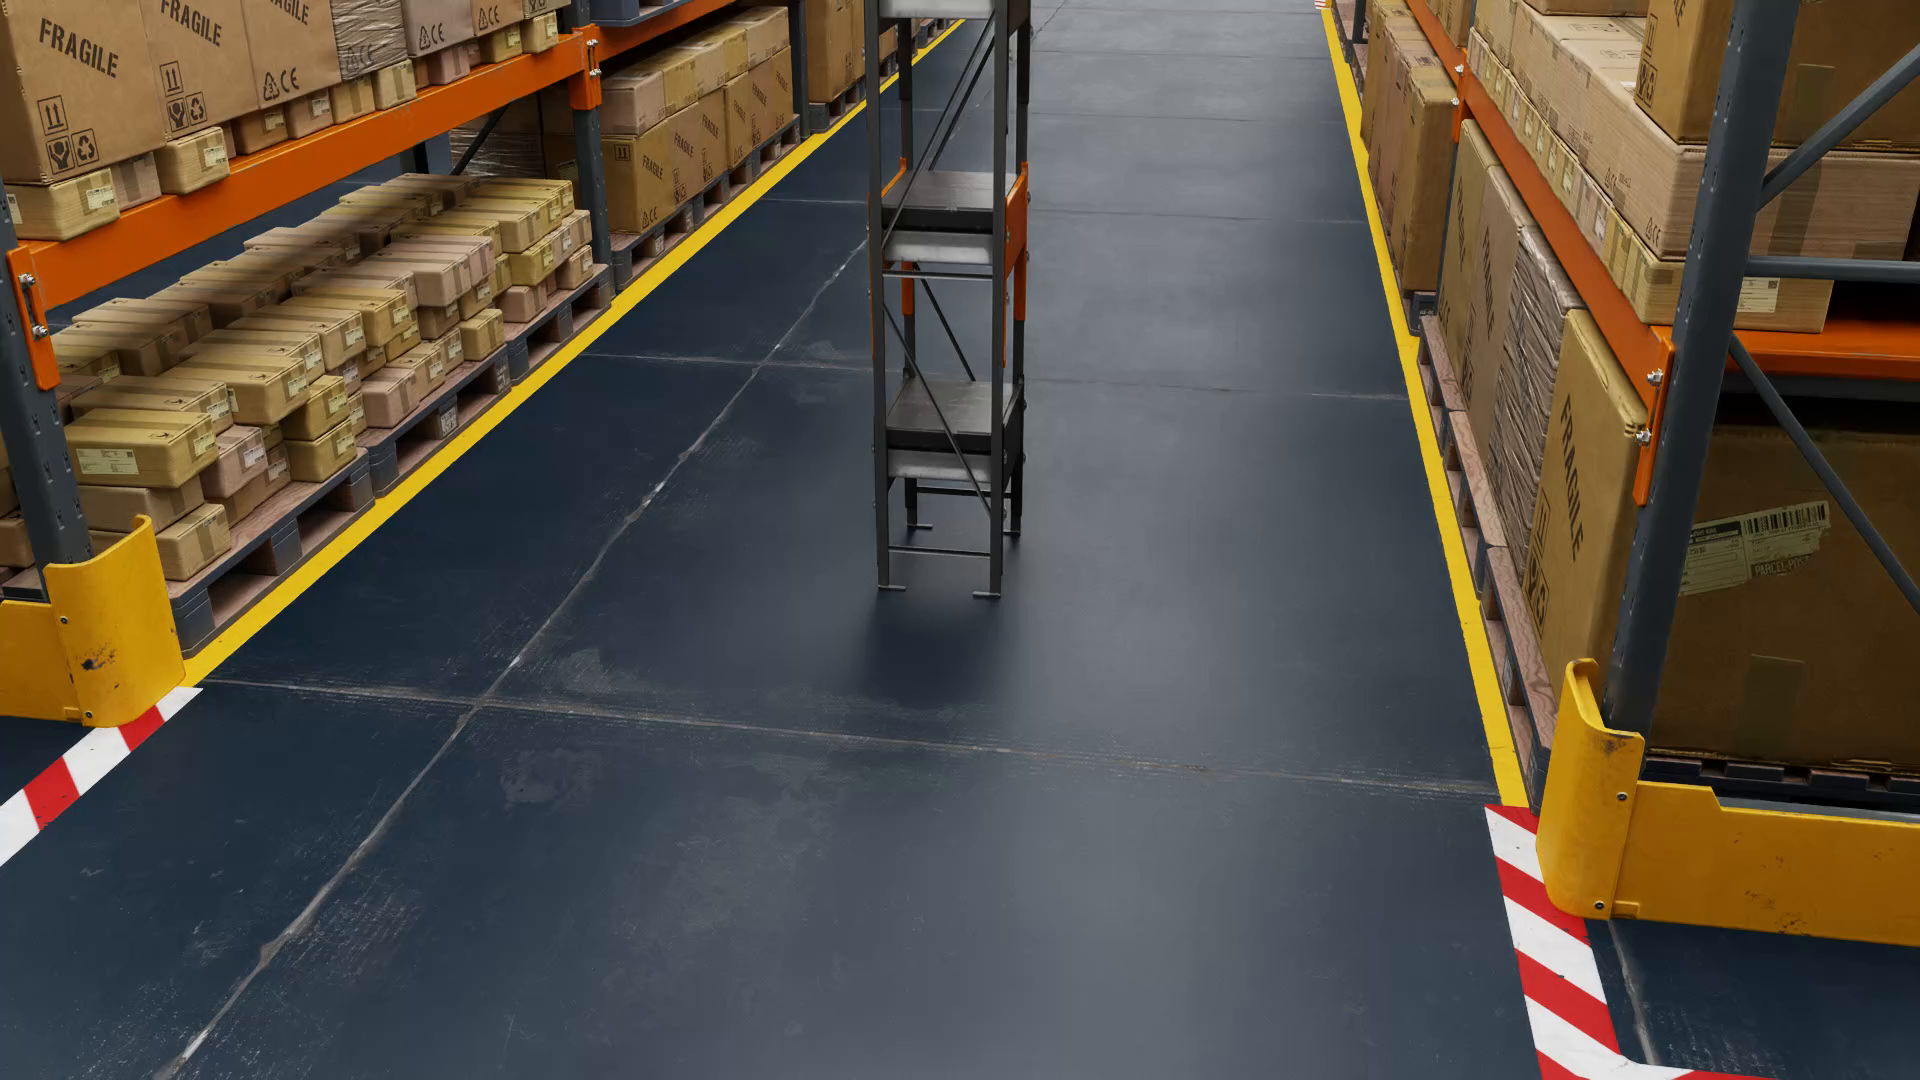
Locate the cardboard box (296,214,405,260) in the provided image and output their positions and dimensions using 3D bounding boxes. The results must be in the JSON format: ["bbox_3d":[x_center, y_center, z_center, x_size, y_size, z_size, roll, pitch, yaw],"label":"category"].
[{"bbox_3d":[-2.607,-1.292,7.137,0.380,0.149,0.250,3,25,7],"label":"cardboard box"}]

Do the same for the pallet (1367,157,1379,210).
[{"bbox_3d":[3.097,-2.283,10.379,1.003,0.211,1.213,4,25,9],"label":"pallet"}]

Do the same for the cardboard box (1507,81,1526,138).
[{"bbox_3d":[2.059,-1.441,5.587,0.380,0.149,0.250,4,25,9],"label":"cardboard box"}]

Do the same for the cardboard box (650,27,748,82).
[{"bbox_3d":[-1.600,-2.927,10.033,0.500,0.250,0.500,5,25,10],"label":"cardboard box"}]

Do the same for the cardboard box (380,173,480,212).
[{"bbox_3d":[-2.491,-1.623,7.844,0.380,0.149,0.250,5,26,11],"label":"cardboard box"}]

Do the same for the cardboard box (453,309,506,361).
[{"bbox_3d":[-2.127,-0.862,6.922,0.380,0.149,0.250,4,25,8],"label":"cardboard box"}]

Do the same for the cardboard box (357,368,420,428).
[{"bbox_3d":[-2.263,-0.537,6.227,0.380,0.149,0.250,3,25,6],"label":"cardboard box"}]

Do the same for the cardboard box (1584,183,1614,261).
[{"bbox_3d":[1.809,-0.797,4.211,0.380,0.149,0.250,4,25,9],"label":"cardboard box"}]

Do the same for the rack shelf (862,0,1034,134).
[{"bbox_3d":[-0.027,-1.503,4.866,0.431,0.518,0.480,4,25,9],"label":"rack shelf"}]

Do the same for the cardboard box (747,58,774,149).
[{"bbox_3d":[-1.515,-2.805,10.657,0.500,0.500,0.500,5,26,11],"label":"cardboard box"}]

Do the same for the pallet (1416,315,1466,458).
[{"bbox_3d":[2.445,-0.622,6.831,1.003,0.211,1.213,4,25,9],"label":"pallet"}]

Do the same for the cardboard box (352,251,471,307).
[{"bbox_3d":[-2.172,-1.035,6.588,0.380,0.149,0.250,3,25,7],"label":"cardboard box"}]

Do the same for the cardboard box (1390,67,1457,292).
[{"bbox_3d":[2.731,-1.695,7.844,1.225,0.875,0.875,4,25,9],"label":"cardboard box"}]

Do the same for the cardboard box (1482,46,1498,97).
[{"bbox_3d":[2.185,-1.763,6.275,0.380,0.149,0.250,5,26,10],"label":"cardboard box"}]

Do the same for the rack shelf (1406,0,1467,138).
[{"bbox_3d":[2.973,-2.709,8.847,1.077,0.370,4.000,4,25,9],"label":"rack shelf"}]

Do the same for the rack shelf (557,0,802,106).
[{"bbox_3d":[-1.903,-3.094,9.671,1.077,0.370,4.000,4,25,9],"label":"rack shelf"}]

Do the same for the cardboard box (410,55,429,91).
[{"bbox_3d":[-2.259,-1.787,6.326,0.380,0.149,0.250,4,25,8],"label":"cardboard box"}]

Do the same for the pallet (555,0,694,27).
[{"bbox_3d":[-1.962,-2.807,8.434,1.003,0.211,1.213,4,25,9],"label":"pallet"}]

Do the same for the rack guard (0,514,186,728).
[{"bbox_3d":[-2.871,0.189,4.756,1.175,0.500,0.348,4,25,9],"label":"rack guard"}]

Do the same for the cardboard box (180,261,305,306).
[{"bbox_3d":[-2.772,-0.971,6.451,0.380,0.149,0.250,4,25,9],"label":"cardboard box"}]

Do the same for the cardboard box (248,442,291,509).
[{"bbox_3d":[-2.487,-0.226,5.563,0.380,0.149,0.250,4,25,9],"label":"cardboard box"}]

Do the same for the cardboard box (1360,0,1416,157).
[{"bbox_3d":[3.167,-2.812,10.229,1.225,0.875,0.875,3,25,6],"label":"cardboard box"}]

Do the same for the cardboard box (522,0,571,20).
[{"bbox_3d":[-2.031,-2.542,7.174,0.500,0.500,0.500,4,25,9],"label":"cardboard box"}]

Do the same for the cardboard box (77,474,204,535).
[{"bbox_3d":[-2.545,-0.146,5.040,0.380,0.149,0.250,5,26,11],"label":"cardboard box"}]

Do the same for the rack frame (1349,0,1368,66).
[{"bbox_3d":[3.954,-5.544,14.055,1.000,3.000,0.127,4,25,9],"label":"rack frame"}]

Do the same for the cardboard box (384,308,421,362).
[{"bbox_3d":[-2.336,-0.811,6.461,0.380,0.149,0.250,5,26,11],"label":"cardboard box"}]

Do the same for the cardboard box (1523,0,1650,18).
[{"bbox_3d":[2.148,-1.998,5.423,0.500,0.500,0.500,3,25,7],"label":"cardboard box"}]

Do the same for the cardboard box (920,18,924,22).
[{"bbox_3d":[-0.751,-5.416,15.793,0.875,0.875,0.875,4,25,9],"label":"cardboard box"}]

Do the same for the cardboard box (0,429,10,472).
[{"bbox_3d":[-3.047,-0.318,5.057,0.380,0.149,0.250,4,25,9],"label":"cardboard box"}]

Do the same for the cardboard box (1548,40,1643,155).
[{"bbox_3d":[1.977,-1.238,4.682,0.500,0.250,0.500,3,25,7],"label":"cardboard box"}]

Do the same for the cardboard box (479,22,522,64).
[{"bbox_3d":[-2.083,-2.111,7.019,0.380,0.149,0.250,5,26,11],"label":"cardboard box"}]

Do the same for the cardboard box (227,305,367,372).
[{"bbox_3d":[-2.356,-0.720,5.915,0.380,0.149,0.250,5,26,11],"label":"cardboard box"}]

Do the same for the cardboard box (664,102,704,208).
[{"bbox_3d":[-1.763,-2.154,9.267,0.500,0.500,0.500,5,26,11],"label":"cardboard box"}]

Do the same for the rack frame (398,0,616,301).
[{"bbox_3d":[-2.230,-2.584,7.732,1.000,3.000,0.127,4,25,9],"label":"rack frame"}]

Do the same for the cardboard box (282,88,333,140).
[{"bbox_3d":[-2.366,-1.459,5.625,0.380,0.149,0.250,4,25,7],"label":"cardboard box"}]

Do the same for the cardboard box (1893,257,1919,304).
[{"bbox_3d":[2.417,-0.644,3.884,0.380,0.149,0.250,4,25,8],"label":"cardboard box"}]

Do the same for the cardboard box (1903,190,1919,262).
[{"bbox_3d":[2.338,-0.774,3.691,0.500,0.250,0.500,3,25,7],"label":"cardboard box"}]

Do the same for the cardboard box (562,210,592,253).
[{"bbox_3d":[-1.968,-1.464,7.856,0.380,0.149,0.250,5,25,10],"label":"cardboard box"}]

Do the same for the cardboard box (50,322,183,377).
[{"bbox_3d":[-2.928,-0.640,5.746,0.380,0.149,0.250,3,25,6],"label":"cardboard box"}]

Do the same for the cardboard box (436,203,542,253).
[{"bbox_3d":[-2.068,-1.371,7.307,0.380,0.149,0.250,4,25,8],"label":"cardboard box"}]

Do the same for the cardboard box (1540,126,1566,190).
[{"bbox_3d":[1.933,-1.119,4.898,0.380,0.149,0.250,4,25,9],"label":"cardboard box"}]

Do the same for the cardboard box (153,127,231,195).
[{"bbox_3d":[-2.410,-1.128,4.918,0.380,0.149,0.250,3,25,7],"label":"cardboard box"}]

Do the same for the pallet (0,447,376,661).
[{"bbox_3d":[-2.704,-0.017,5.537,1.003,0.211,1.213,4,25,9],"label":"pallet"}]

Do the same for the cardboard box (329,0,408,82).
[{"bbox_3d":[-2.306,-1.903,5.808,0.500,0.500,0.500,3,25,7],"label":"cardboard box"}]

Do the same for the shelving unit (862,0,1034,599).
[{"bbox_3d":[-0.027,-0.882,5.157,0.431,2.100,0.503,4,25,9],"label":"shelving unit"}]

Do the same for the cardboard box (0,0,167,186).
[{"bbox_3d":[-2.538,-1.260,4.434,0.500,0.500,0.500,5,26,11],"label":"cardboard box"}]

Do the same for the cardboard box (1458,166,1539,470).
[{"bbox_3d":[2.313,-0.779,5.887,0.875,0.875,0.875,4,25,9],"label":"cardboard box"}]

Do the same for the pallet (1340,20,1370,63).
[{"bbox_3d":[4.029,-4.564,15.252,1.003,0.211,1.213,4,25,9],"label":"pallet"}]

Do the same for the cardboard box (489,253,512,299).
[{"bbox_3d":[-2.164,-1.138,7.160,0.380,0.149,0.250,4,25,9],"label":"cardboard box"}]

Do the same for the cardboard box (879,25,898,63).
[{"bbox_3d":[-1.097,-4.432,13.838,1.050,0.750,0.750,4,25,9],"label":"cardboard box"}]

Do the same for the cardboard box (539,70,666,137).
[{"bbox_3d":[-1.849,-2.272,8.635,0.500,0.250,0.500,3,25,6],"label":"cardboard box"}]

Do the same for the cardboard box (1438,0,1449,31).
[{"bbox_3d":[2.541,-2.664,7.786,0.500,0.500,0.500,5,26,10],"label":"cardboard box"}]

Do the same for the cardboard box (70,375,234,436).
[{"bbox_3d":[-2.537,-0.399,5.229,0.380,0.149,0.250,4,25,9],"label":"cardboard box"}]

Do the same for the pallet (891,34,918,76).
[{"bbox_3d":[-0.975,-4.339,14.770,1.003,0.211,1.213,4,25,9],"label":"pallet"}]

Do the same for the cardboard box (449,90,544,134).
[{"bbox_3d":[-2.358,-2.311,8.717,0.500,0.250,0.500,3,25,7],"label":"cardboard box"}]

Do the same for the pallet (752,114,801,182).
[{"bbox_3d":[-1.706,-2.667,11.199,1.003,0.211,1.213,4,25,9],"label":"pallet"}]

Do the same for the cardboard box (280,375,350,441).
[{"bbox_3d":[-2.343,-0.465,5.721,0.380,0.149,0.250,5,26,10],"label":"cardboard box"}]

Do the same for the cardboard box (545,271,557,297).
[{"bbox_3d":[-2.083,-1.192,7.627,0.380,0.149,0.250,5,25,10],"label":"cardboard box"}]

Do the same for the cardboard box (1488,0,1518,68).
[{"bbox_3d":[2.225,-1.879,6.051,0.500,0.250,0.500,4,25,8],"label":"cardboard box"}]
